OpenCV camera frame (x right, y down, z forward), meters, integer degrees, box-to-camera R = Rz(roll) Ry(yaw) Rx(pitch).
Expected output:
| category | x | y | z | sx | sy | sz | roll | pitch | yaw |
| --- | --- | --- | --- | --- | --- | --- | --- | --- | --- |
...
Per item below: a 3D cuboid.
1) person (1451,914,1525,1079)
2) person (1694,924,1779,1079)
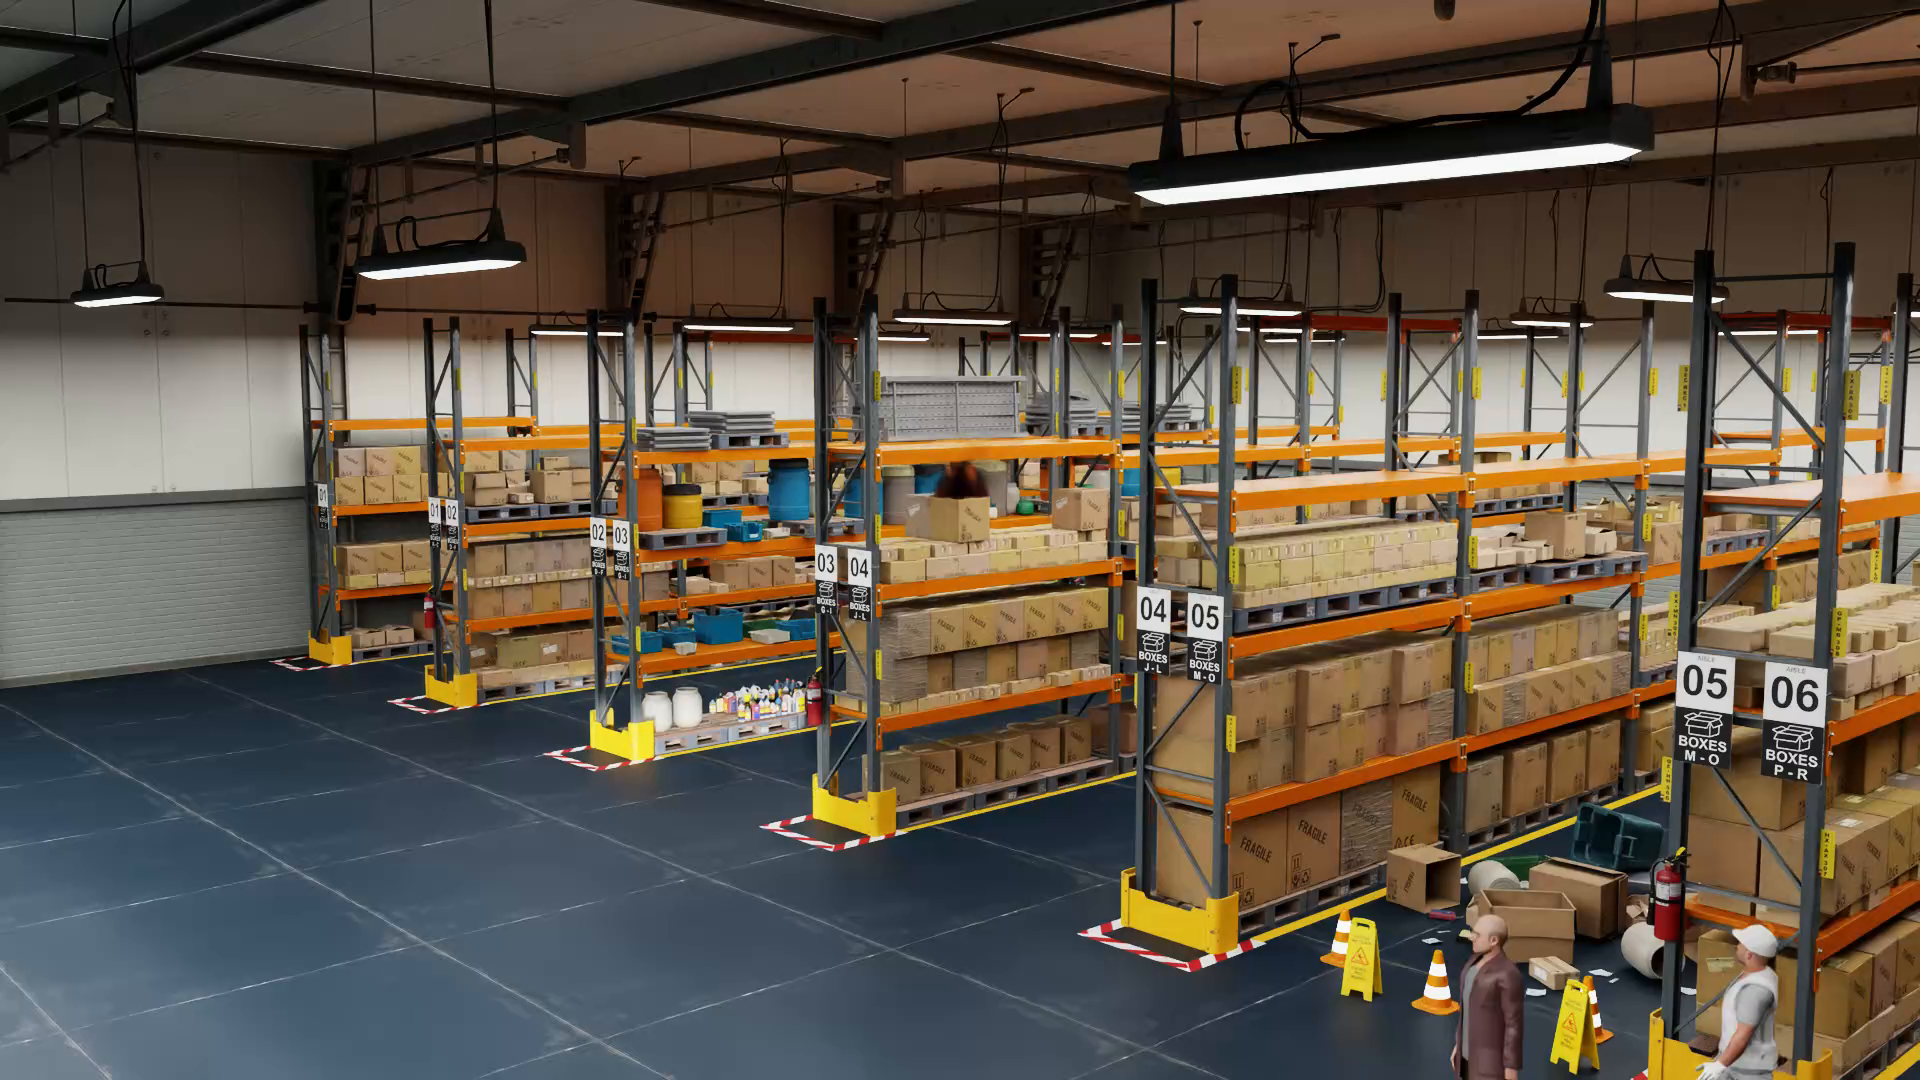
| category | x | y | z | sx | sy | sz | roll | pitch | yaw |
| --- | --- | --- | --- | --- | --- | --- | --- | --- | --- |
| person | 3.231 | 3.240 | 10.364 | 0.450 | 1.800 | 0.656 | -1 | 6 | -8 |
| person | 4.846 | 3.257 | 10.361 | 1.007 | 1.754 | 0.552 | 1 | 6 | 11 |
